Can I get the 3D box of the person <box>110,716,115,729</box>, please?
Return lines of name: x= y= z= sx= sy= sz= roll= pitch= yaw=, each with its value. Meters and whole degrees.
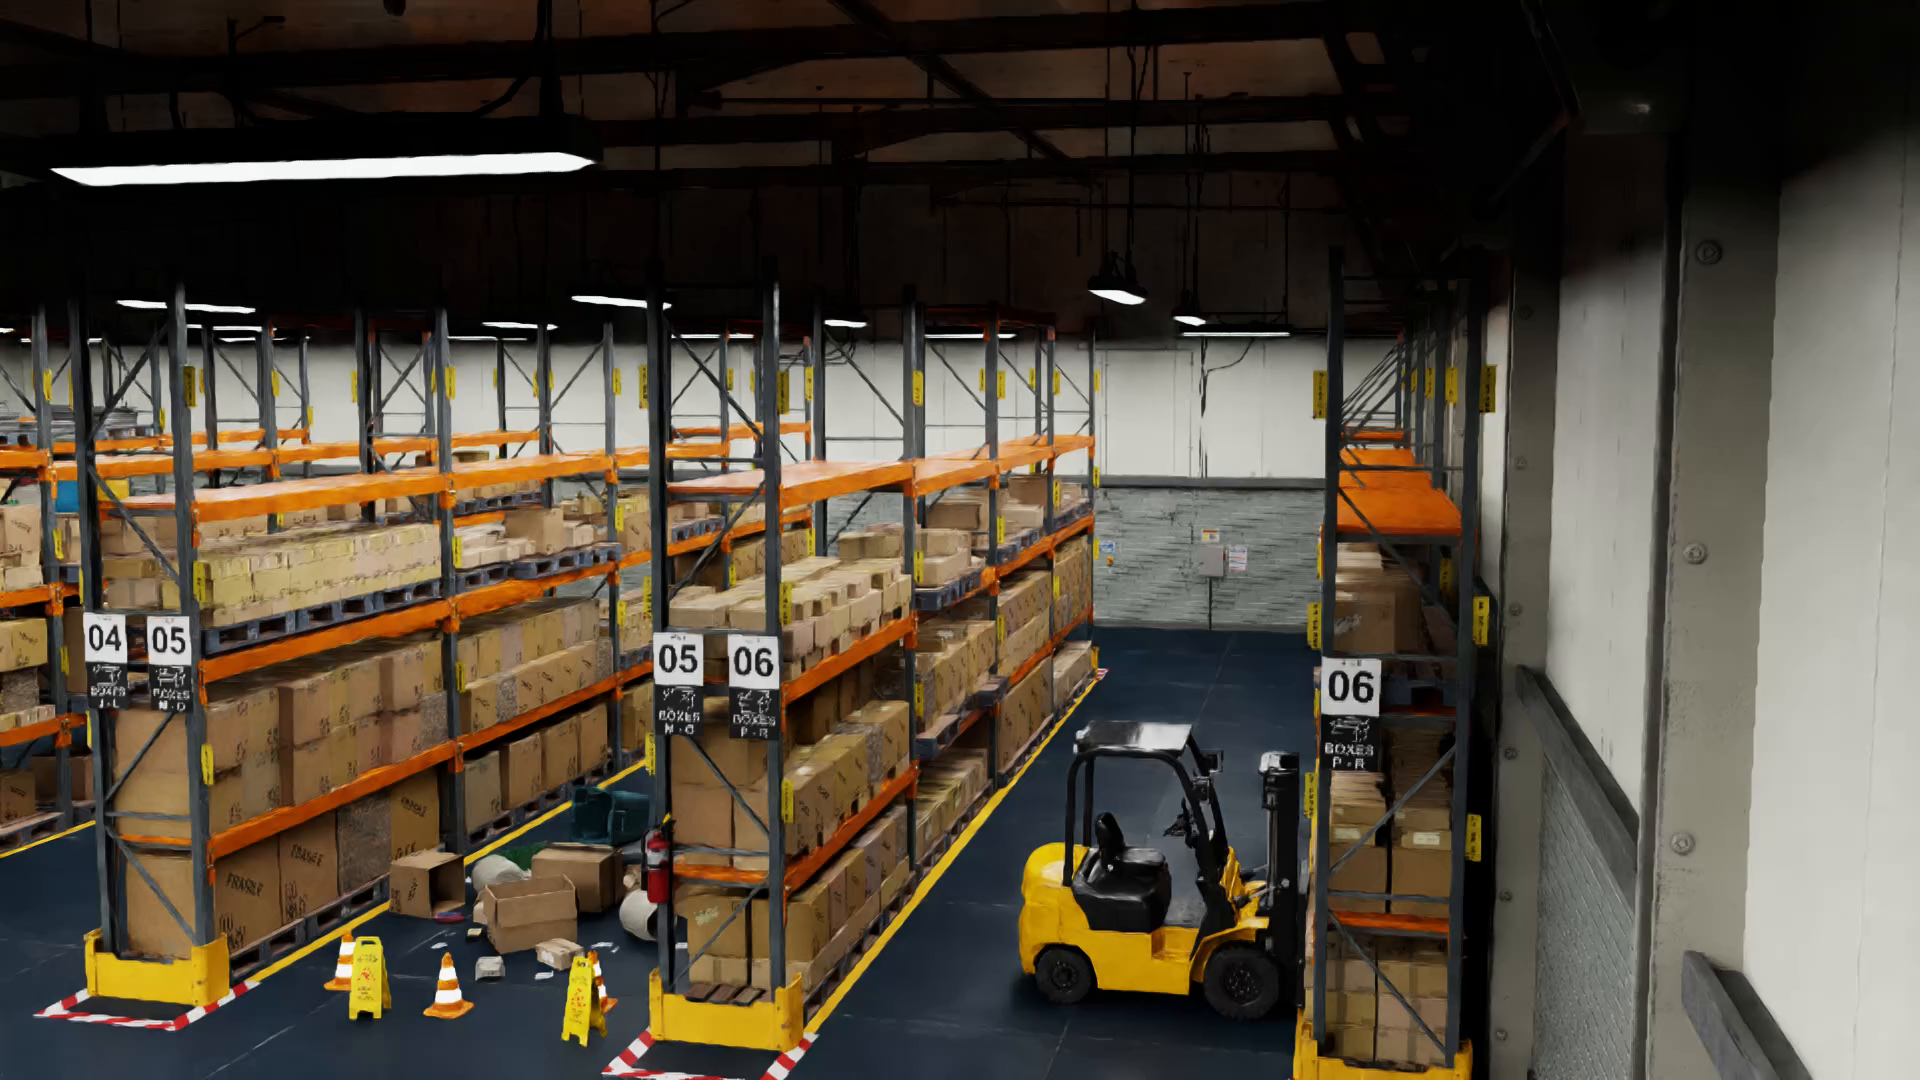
person: x=-12.137 y=1.933 z=23.635 sx=0.729 sy=1.708 sz=0.546 roll=1 pitch=6 yaw=12

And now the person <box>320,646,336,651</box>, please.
person: x=-8.259 y=2.106 z=21.786 sx=0.571 sy=1.708 sz=1.033 roll=1 pitch=6 yaw=5
